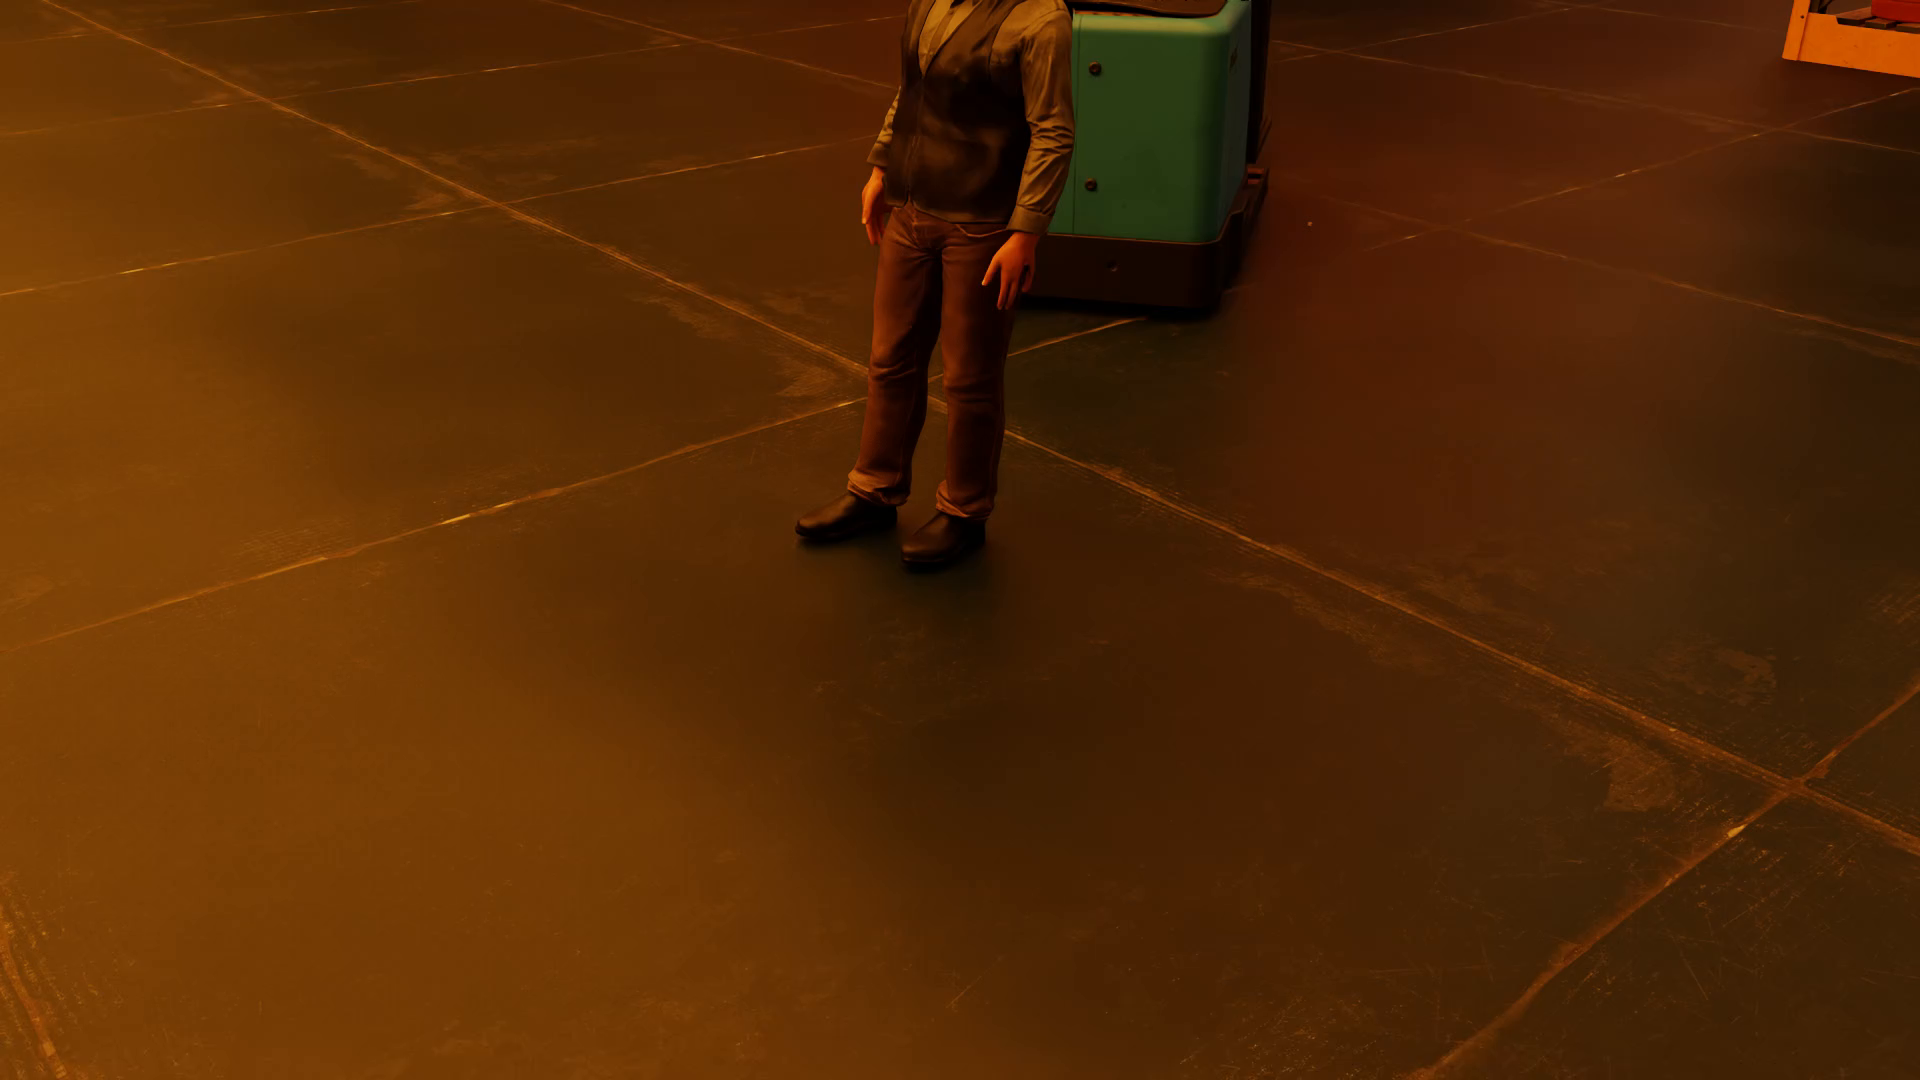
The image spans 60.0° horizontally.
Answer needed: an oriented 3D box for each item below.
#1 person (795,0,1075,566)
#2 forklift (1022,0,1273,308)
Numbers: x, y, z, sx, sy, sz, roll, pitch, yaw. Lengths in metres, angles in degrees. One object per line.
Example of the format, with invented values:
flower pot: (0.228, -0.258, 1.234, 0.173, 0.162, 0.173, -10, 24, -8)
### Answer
person: (-0.053, -0.763, 4.086, 0.568, 1.720, 0.632, -20, 33, -35)
forklift: (0.787, -2.789, 6.825, 1.130, 2.935, 3.031, 7, 27, 13)
